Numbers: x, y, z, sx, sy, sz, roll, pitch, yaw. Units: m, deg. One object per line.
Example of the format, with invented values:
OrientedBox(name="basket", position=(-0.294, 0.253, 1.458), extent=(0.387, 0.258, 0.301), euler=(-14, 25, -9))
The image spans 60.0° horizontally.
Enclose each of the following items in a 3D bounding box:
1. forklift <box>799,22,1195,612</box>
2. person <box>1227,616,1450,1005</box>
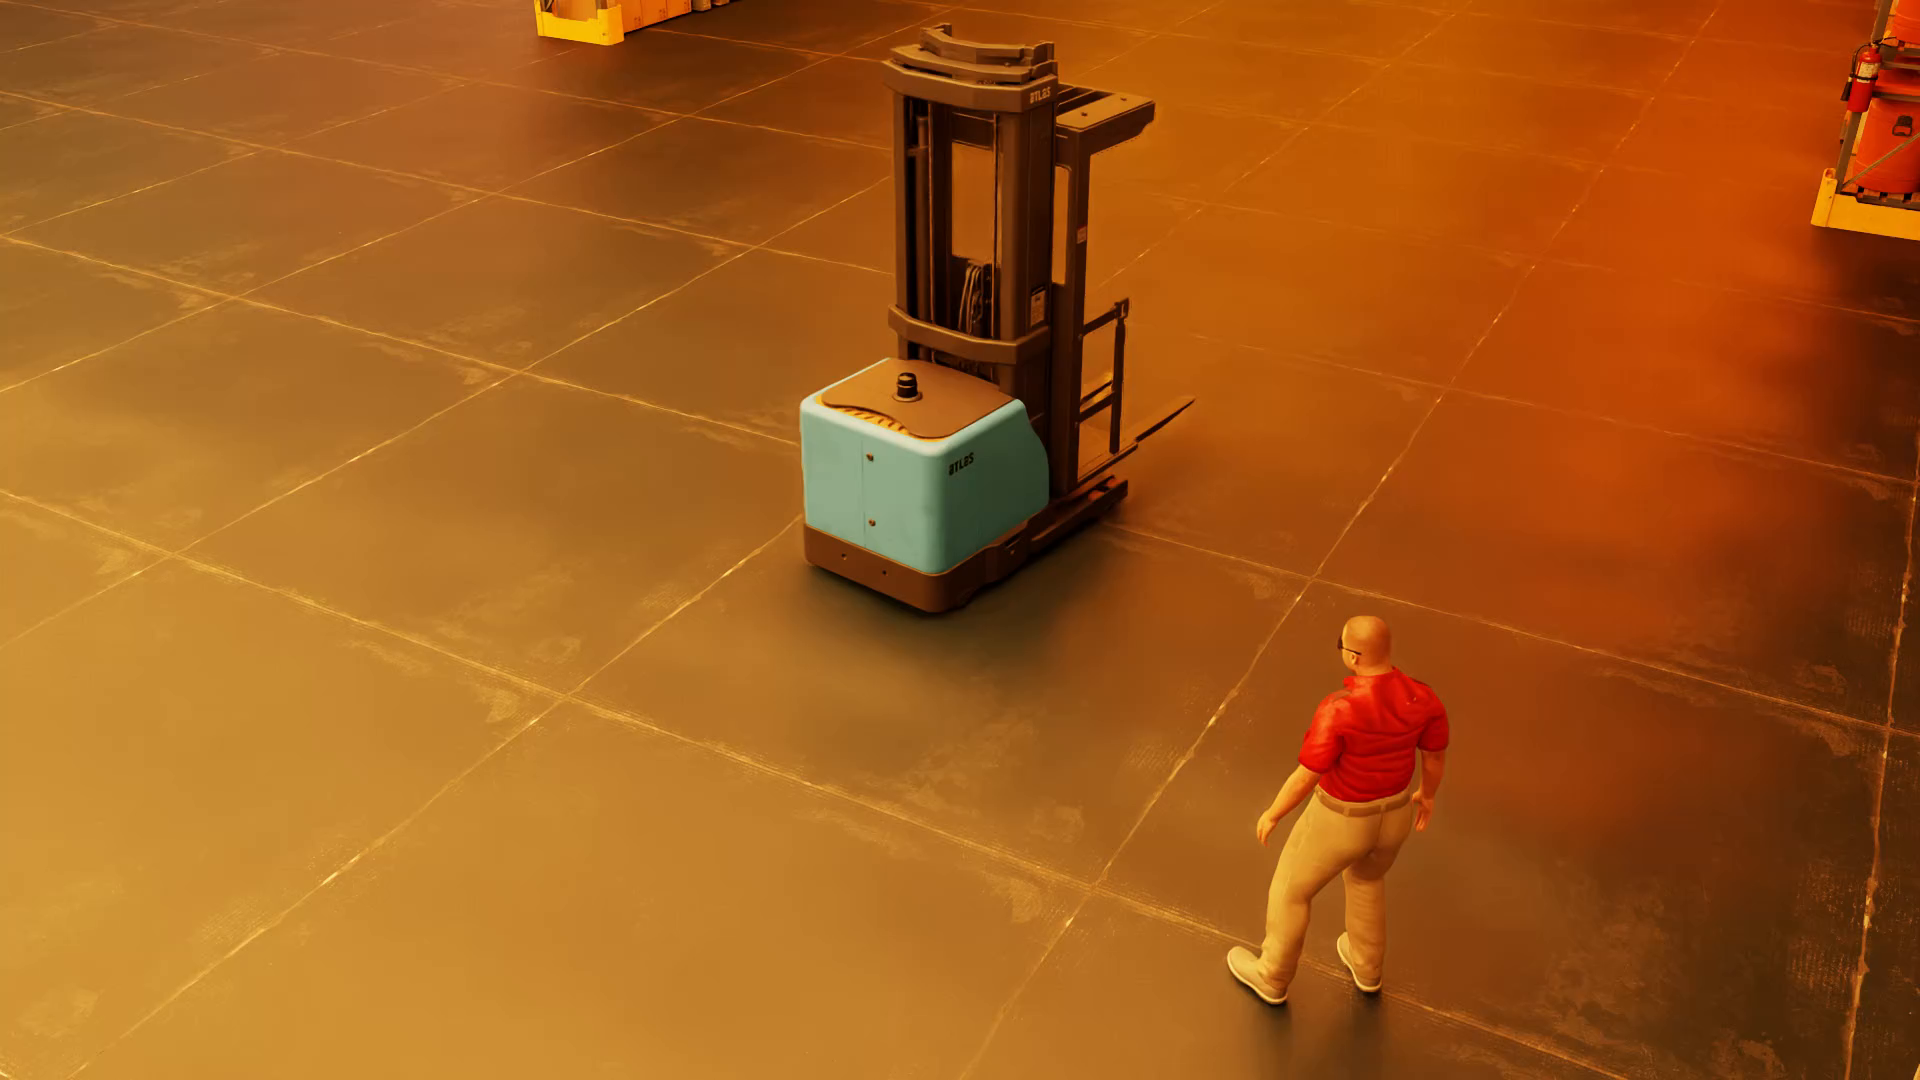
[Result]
OrientedBox(name="forklift", position=(0.394, -1.544, 9.747), extent=(1.130, 2.935, 3.031), euler=(21, 36, 32))
OrientedBox(name="person", position=(1.511, 1.044, 6.484), extent=(0.740, 1.710, 0.425), euler=(-11, 32, -19))
